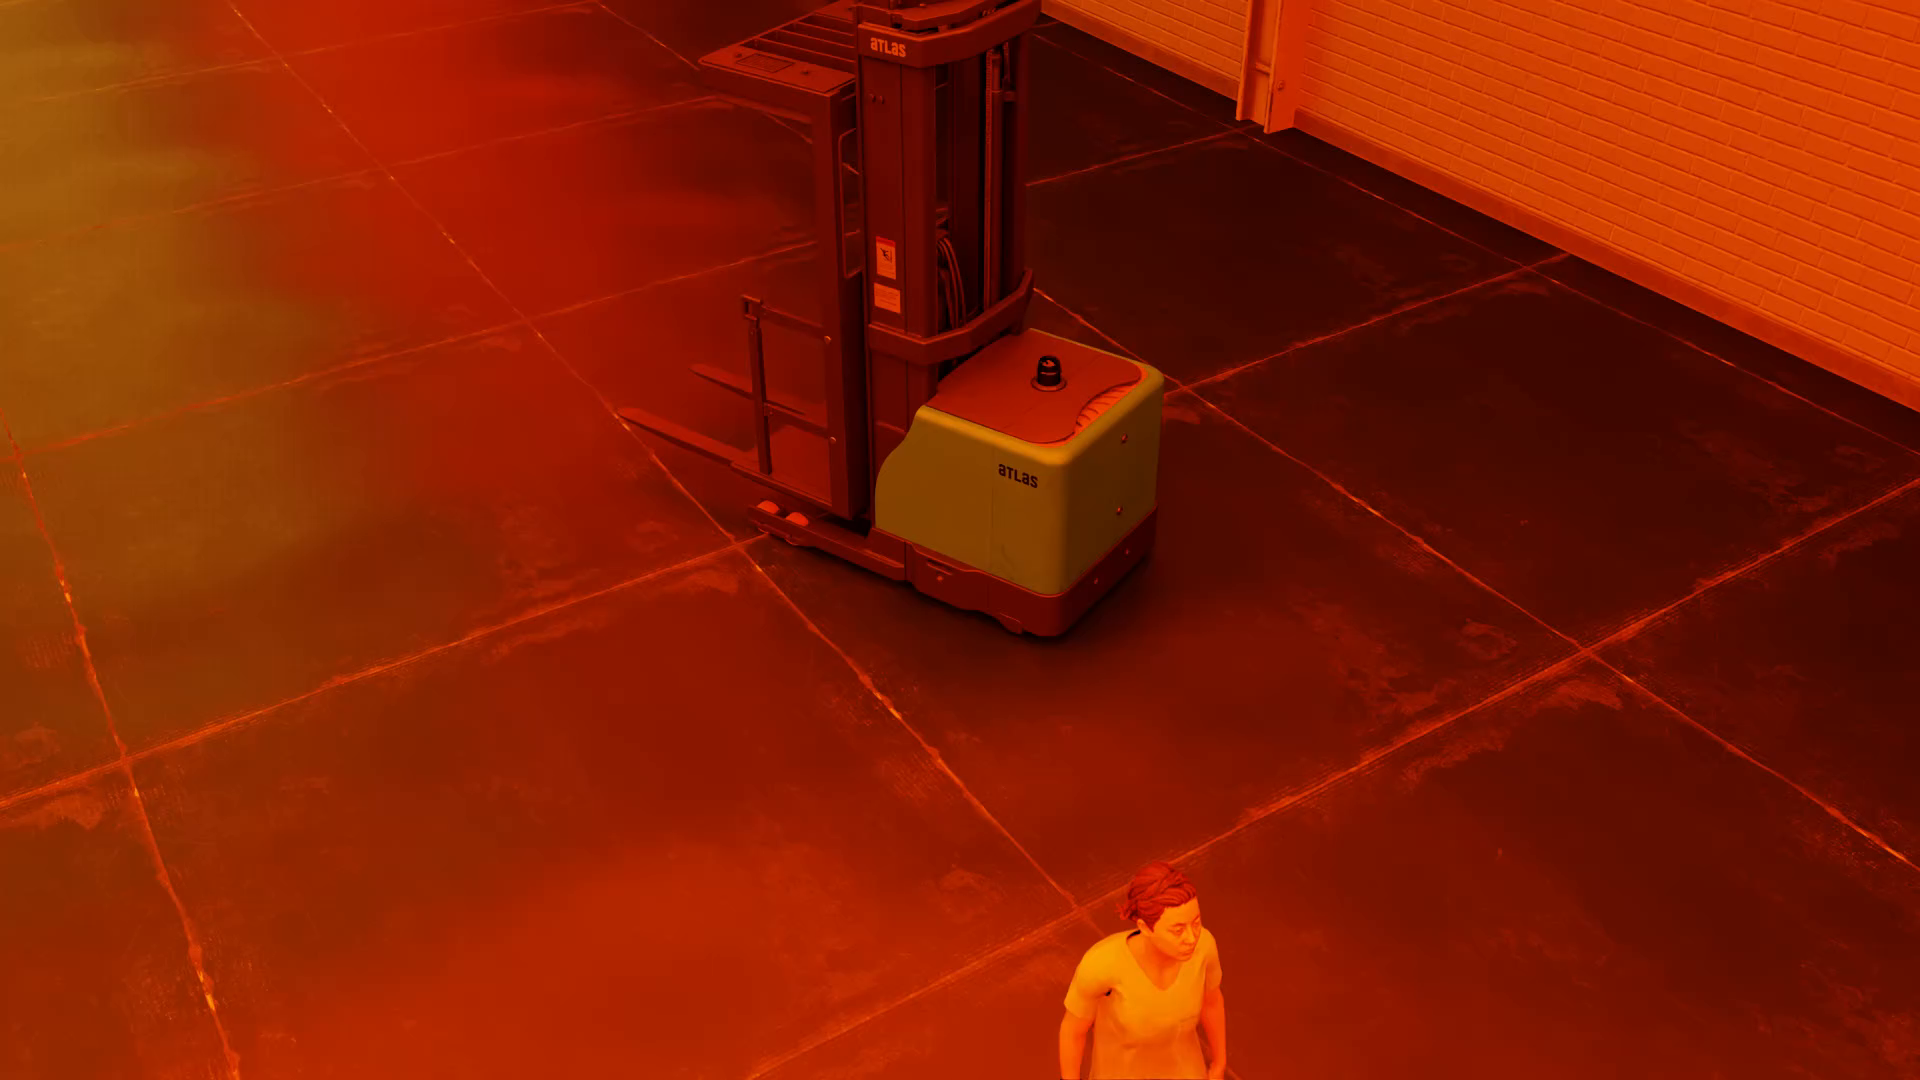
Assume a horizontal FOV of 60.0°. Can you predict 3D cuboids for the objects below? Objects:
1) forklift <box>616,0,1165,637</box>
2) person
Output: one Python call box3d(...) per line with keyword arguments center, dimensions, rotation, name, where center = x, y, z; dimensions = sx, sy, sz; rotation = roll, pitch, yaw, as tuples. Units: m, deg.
box3d(center=(-0.500, -1.399, 8.138), dimensions=(3.031, 2.935, 1.130), rotation=(22, 41, 28), name="forklift")
box3d(center=(0.550, 1.597, 4.902), dimensions=(0.537, 1.611, 0.407), rotation=(-12, 37, -17), name="person")
